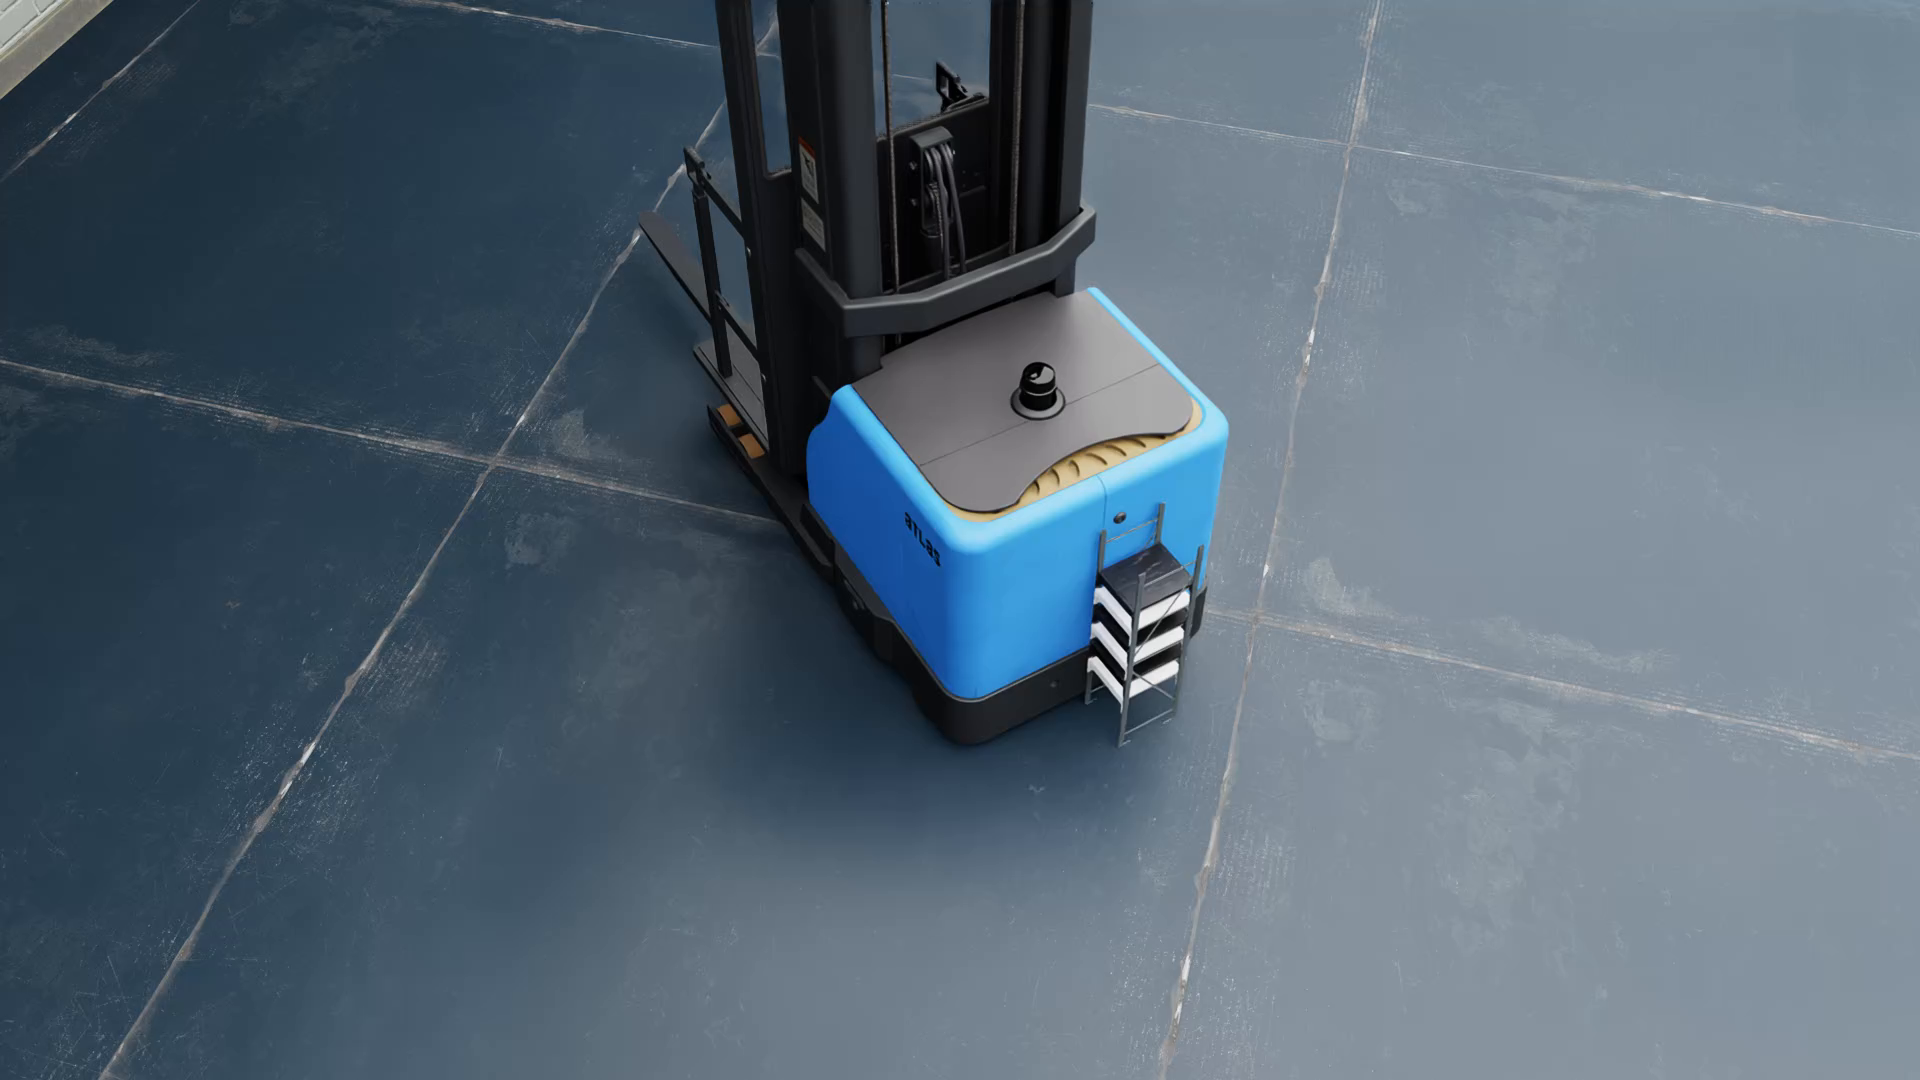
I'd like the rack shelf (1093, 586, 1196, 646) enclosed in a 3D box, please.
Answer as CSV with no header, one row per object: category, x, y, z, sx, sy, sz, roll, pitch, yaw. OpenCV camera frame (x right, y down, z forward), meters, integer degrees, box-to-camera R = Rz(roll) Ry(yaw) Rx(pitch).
rack shelf,0.585,0.196,5.281,0.258,0.077,0.200,-24,53,-20

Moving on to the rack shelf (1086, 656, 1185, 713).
rack shelf,0.585,0.434,5.551,0.258,0.077,0.200,-24,53,-20

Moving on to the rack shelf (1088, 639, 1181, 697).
rack shelf,0.585,0.374,5.484,0.258,0.077,0.200,-24,53,-20

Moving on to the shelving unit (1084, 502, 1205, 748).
shelving unit,0.585,0.293,5.391,0.258,0.900,0.210,-24,53,-20

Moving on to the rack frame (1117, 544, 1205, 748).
rack frame,0.637,0.358,5.334,0.240,0.900,0.006,-24,53,-20

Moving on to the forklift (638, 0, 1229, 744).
forklift,-0.332,-1.386,5.519,1.130,2.935,3.031,-24,53,-20

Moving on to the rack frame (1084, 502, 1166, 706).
rack frame,0.533,0.227,5.449,0.240,0.900,0.006,-24,53,-20

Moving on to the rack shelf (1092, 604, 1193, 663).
rack shelf,0.585,0.255,5.349,0.258,0.077,0.200,-24,53,-20

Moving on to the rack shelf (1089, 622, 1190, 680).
rack shelf,0.585,0.315,5.416,0.258,0.077,0.200,-24,53,-20

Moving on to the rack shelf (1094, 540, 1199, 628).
rack shelf,0.585,0.136,5.214,0.258,0.077,0.200,-24,53,-20
